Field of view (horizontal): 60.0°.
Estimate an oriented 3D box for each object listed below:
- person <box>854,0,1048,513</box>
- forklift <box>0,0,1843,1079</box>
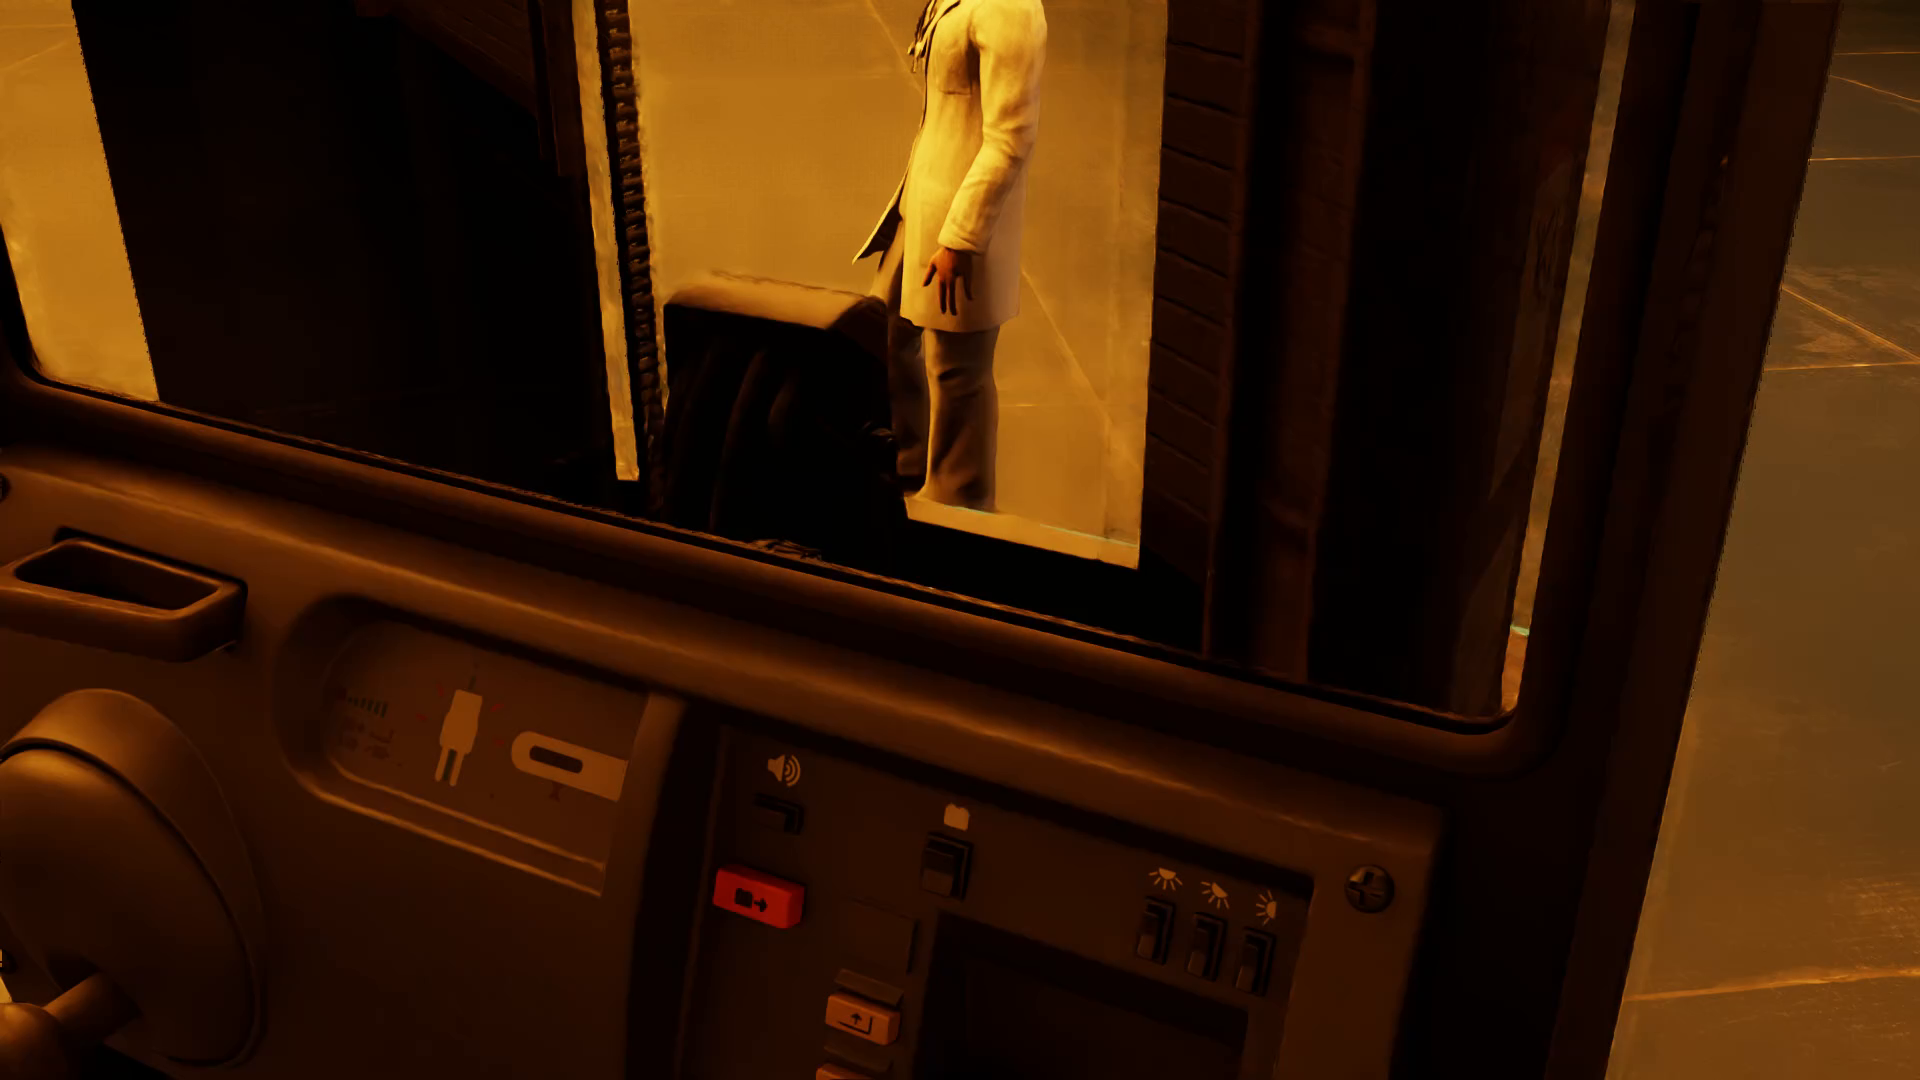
[{"bbox_3d":[-0.091,-0.804,4.211,0.582,1.775,0.696,-3,26,-7],"label":"person"},{"bbox_3d":[-0.329,0.242,0.728,1.130,2.935,3.031,13,29,25],"label":"forklift"}]
